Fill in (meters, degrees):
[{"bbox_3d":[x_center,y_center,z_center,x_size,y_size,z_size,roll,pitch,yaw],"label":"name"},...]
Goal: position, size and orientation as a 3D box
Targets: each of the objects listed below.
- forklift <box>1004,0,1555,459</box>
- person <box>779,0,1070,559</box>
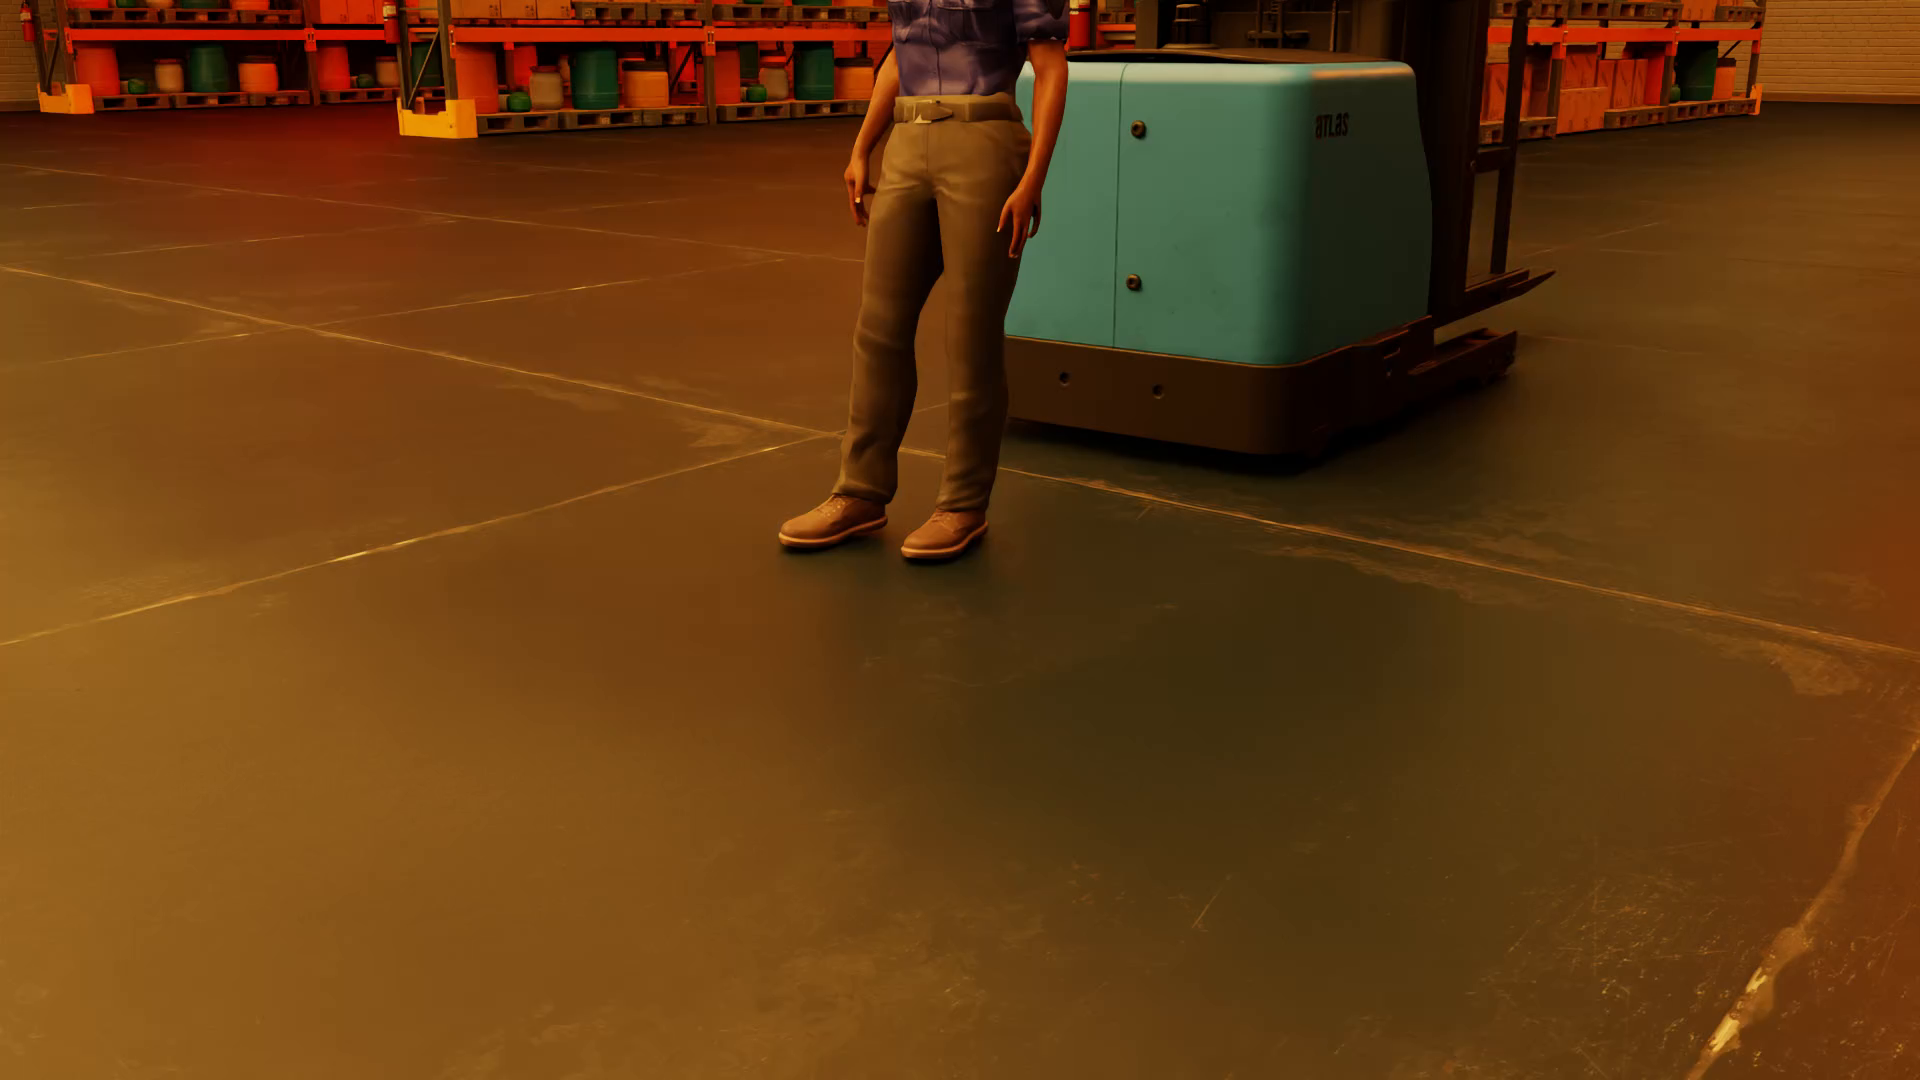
[{"bbox_3d":[1.294,-1.994,5.466,1.130,2.935,3.031,12,20,33],"label":"forklift"},{"bbox_3d":[-0.071,-0.783,3.647,0.569,1.656,0.503,13,21,37],"label":"person"}]
